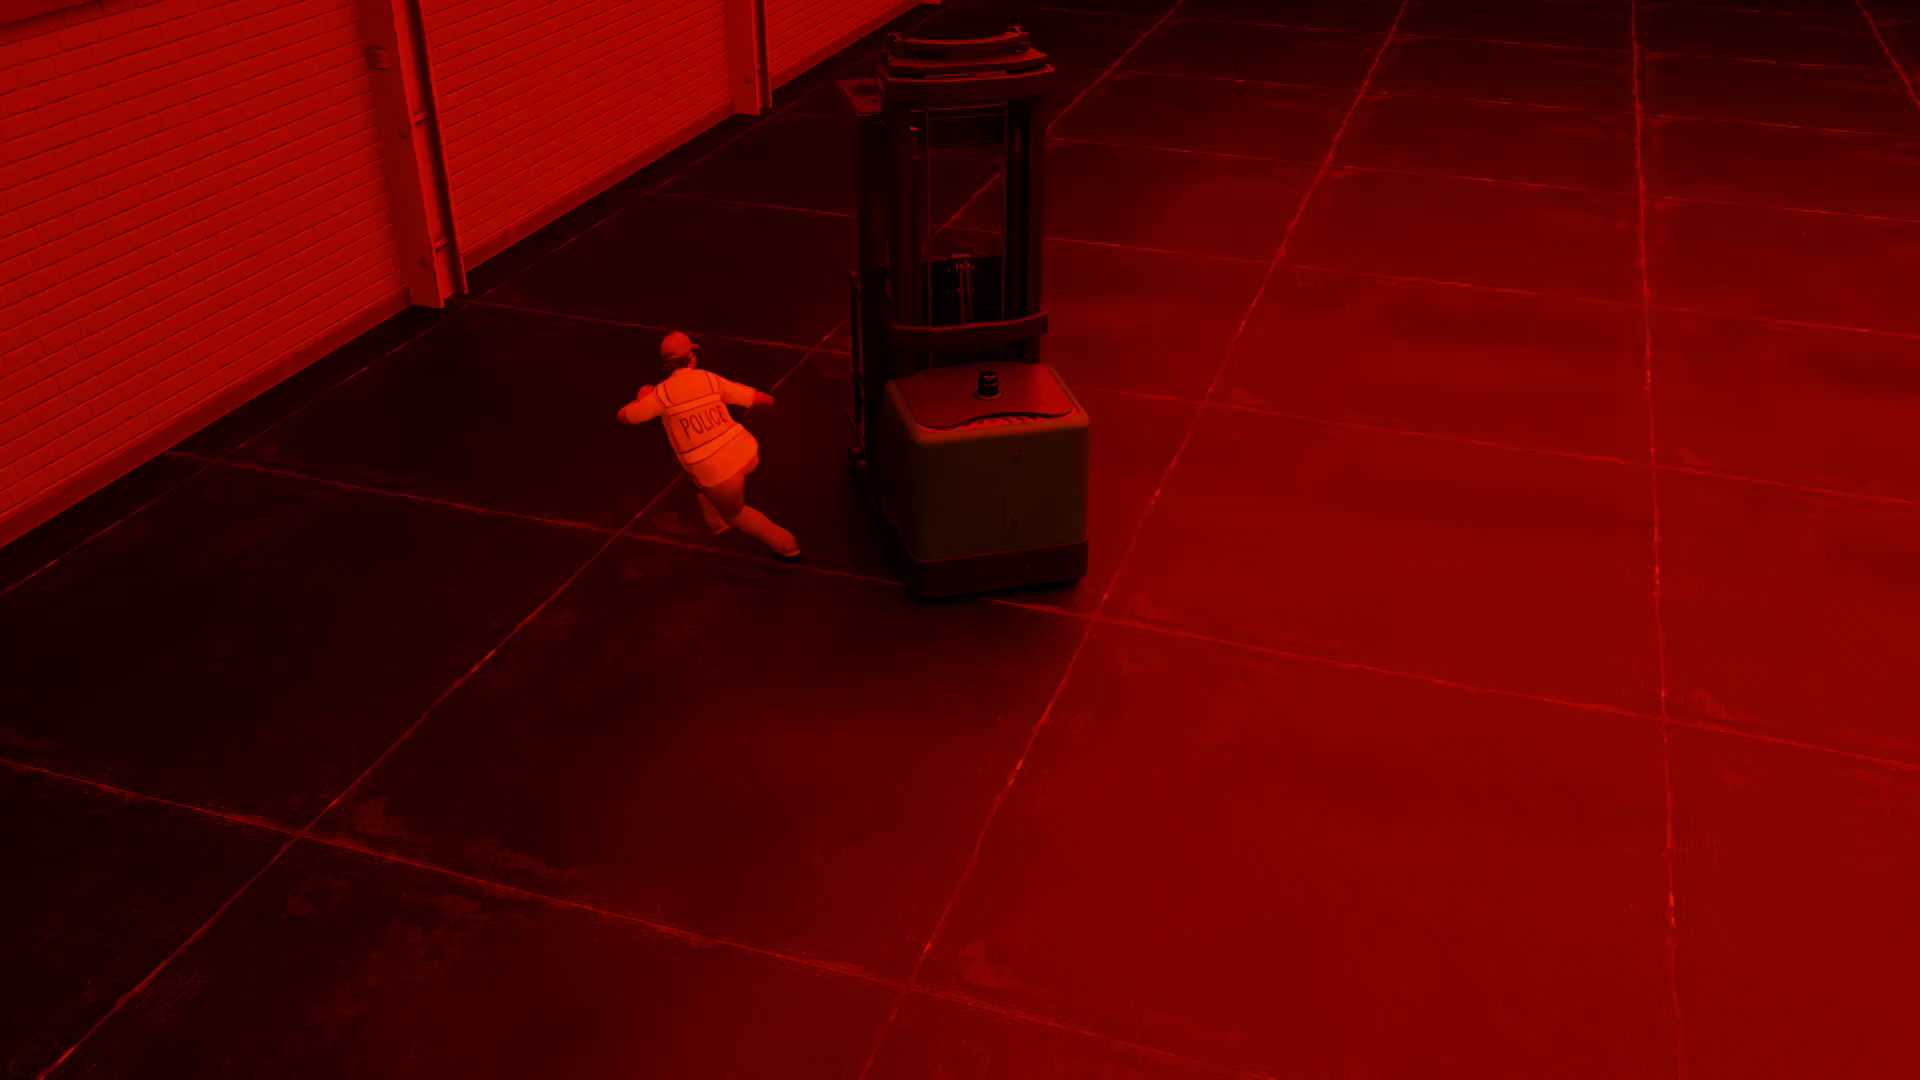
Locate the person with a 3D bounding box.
[{"bbox_3d":[-1.430,-0.531,9.571,0.921,1.434,0.881,-26,39,-38],"label":"person"}]

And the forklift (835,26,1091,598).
[{"bbox_3d":[-0.111,-1.662,10.052,1.130,2.935,3.031,-7,30,-12],"label":"forklift"}]
